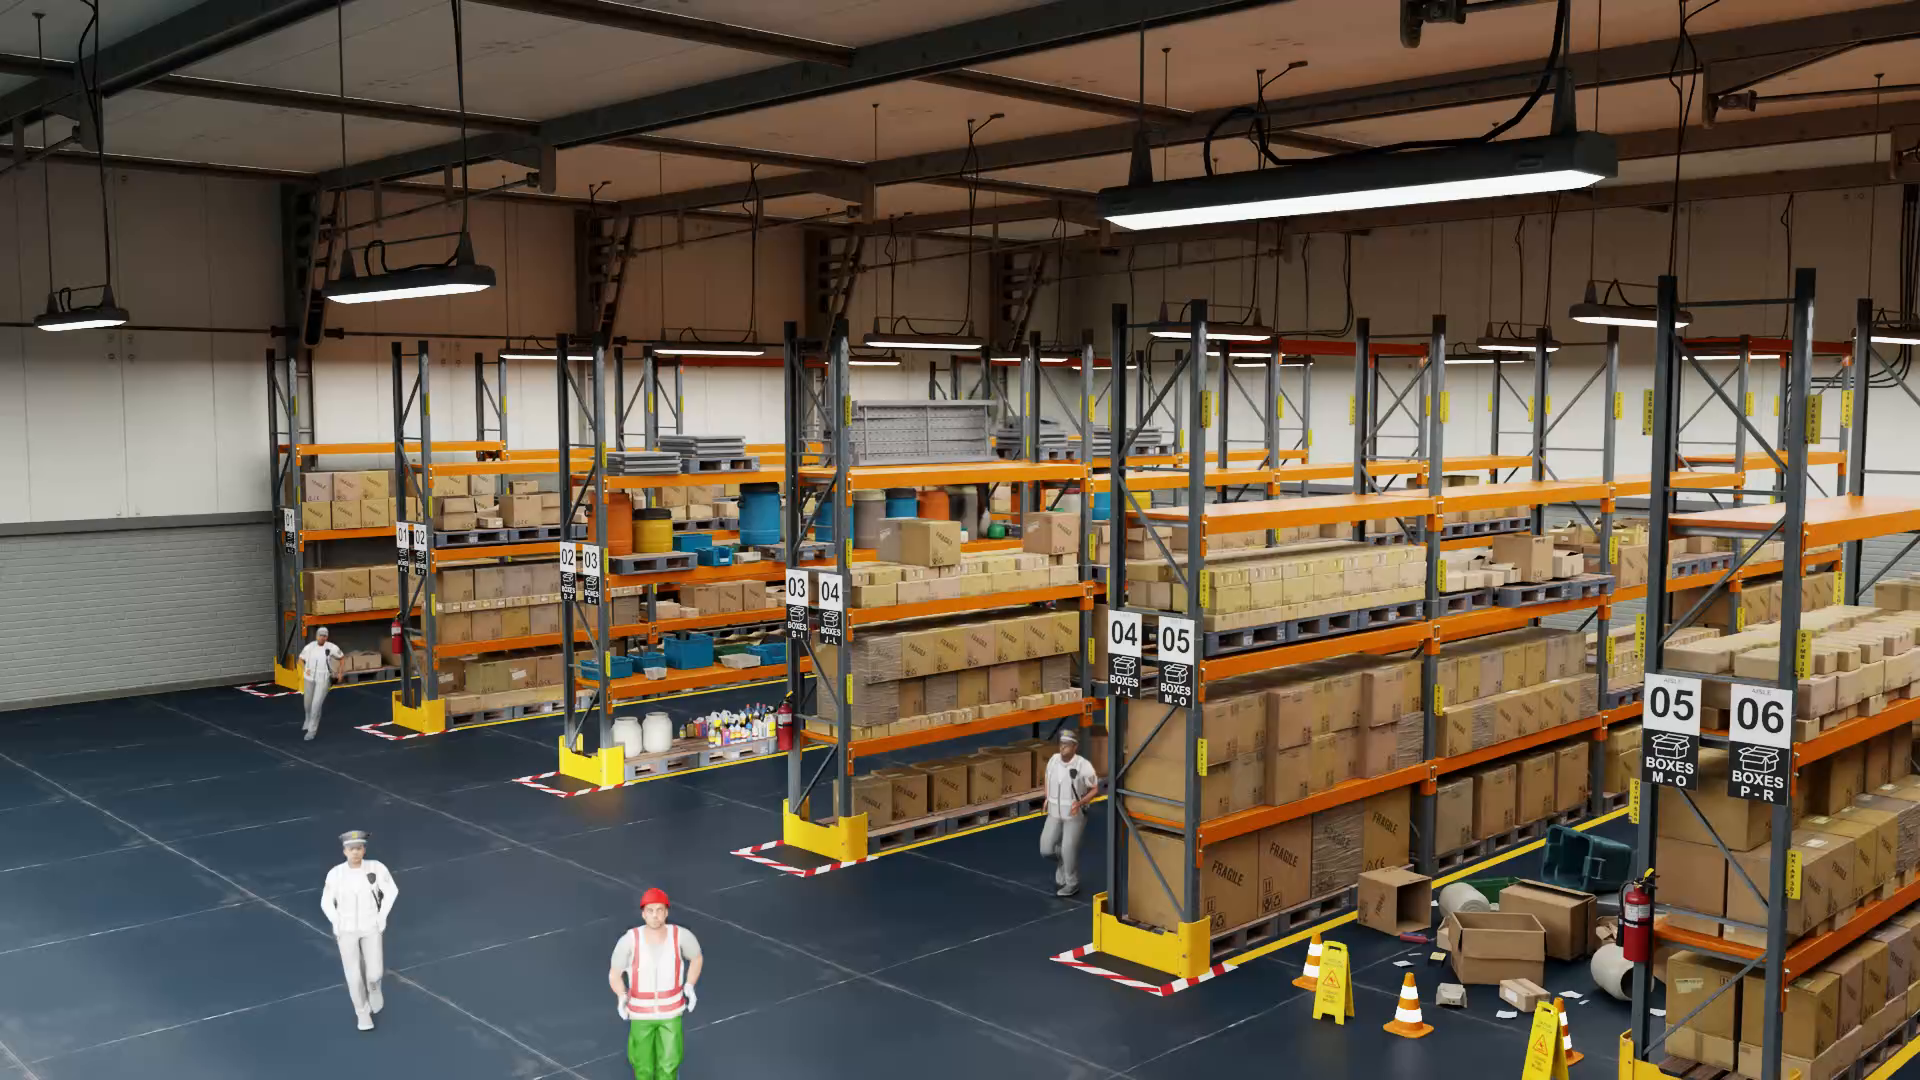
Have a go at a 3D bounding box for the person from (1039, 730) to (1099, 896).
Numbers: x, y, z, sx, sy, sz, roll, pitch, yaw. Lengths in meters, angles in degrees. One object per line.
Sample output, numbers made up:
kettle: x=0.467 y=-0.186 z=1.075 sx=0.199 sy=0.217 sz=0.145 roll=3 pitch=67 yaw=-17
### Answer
person: x=1.086 y=2.818 z=17.147 sx=0.646 sy=1.729 sz=0.561 roll=3 pitch=6 yaw=30

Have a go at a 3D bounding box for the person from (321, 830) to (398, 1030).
person: x=-4.888 y=3.167 z=13.549 sx=0.592 sy=1.651 sz=0.539 roll=-2 pitch=5 yaw=-17

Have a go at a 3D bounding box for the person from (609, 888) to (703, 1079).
person: x=-2.107 y=3.288 z=11.593 sx=0.653 sy=1.758 sz=0.818 roll=-1 pitch=5 yaw=-12

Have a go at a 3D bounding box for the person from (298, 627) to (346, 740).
person: x=-9.746 y=2.148 z=25.306 sx=0.701 sy=1.651 sz=0.881 roll=-1 pitch=5 yaw=-6
